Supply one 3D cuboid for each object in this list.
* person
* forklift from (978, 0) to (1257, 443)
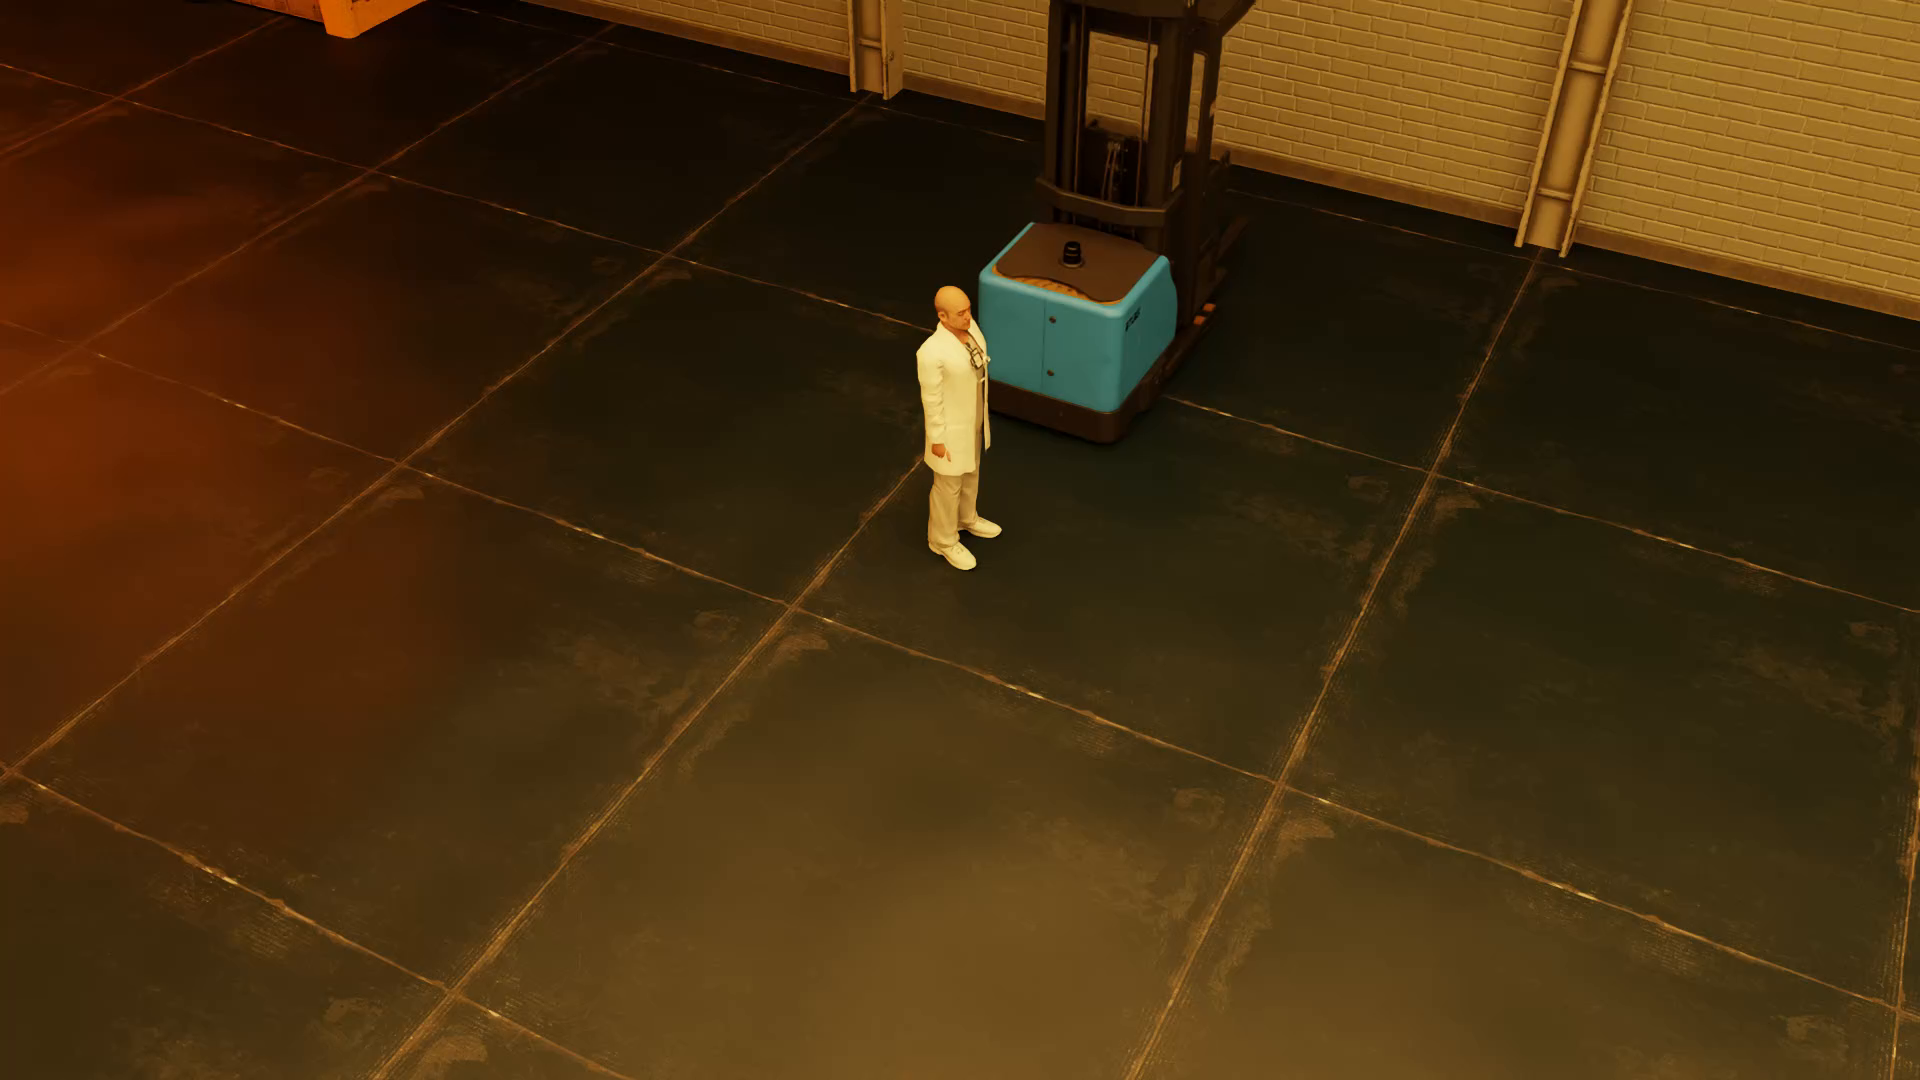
[{"bbox_3d":[0.017,-0.676,9.683,0.391,1.782,0.553,18,43,21],"label":"person"},{"bbox_3d":[1.240,-2.696,11.187,1.130,2.935,3.031,19,44,21],"label":"forklift"}]
